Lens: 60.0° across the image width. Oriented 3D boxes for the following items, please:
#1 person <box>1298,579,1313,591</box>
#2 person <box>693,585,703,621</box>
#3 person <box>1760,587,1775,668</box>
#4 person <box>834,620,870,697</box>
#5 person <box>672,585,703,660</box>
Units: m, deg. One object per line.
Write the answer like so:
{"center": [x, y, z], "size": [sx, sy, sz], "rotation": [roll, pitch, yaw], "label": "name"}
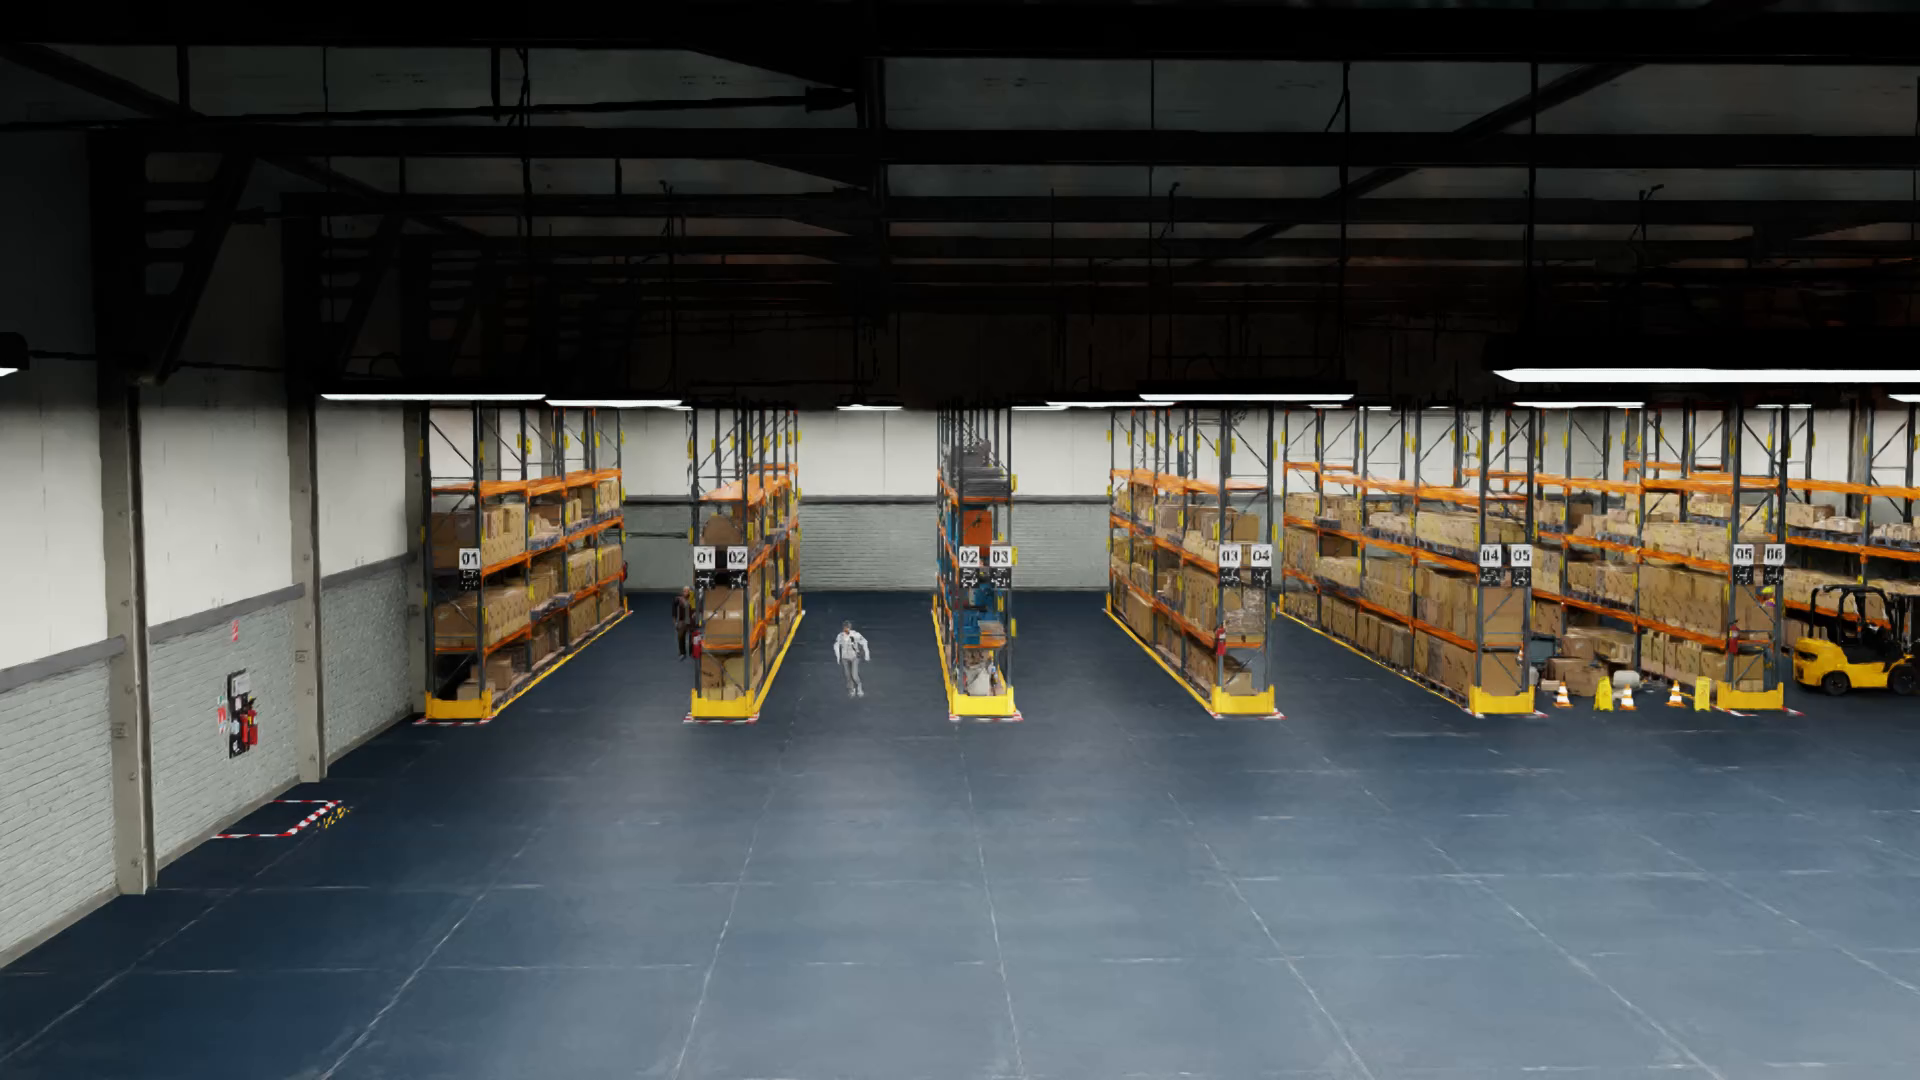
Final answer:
{"center": [10.371, 1.018, 49.676], "size": [0.668, 1.755, 0.698], "rotation": [-3, 6, -38], "label": "person"}
{"center": [-7.090, 1.358, 45.507], "size": [0.497, 1.674, 0.639], "rotation": [-2, 5, -20], "label": "person"}
{"center": [18.094, 1.952, 37.328], "size": [0.416, 1.788, 0.696], "rotation": [2, 5, 26], "label": "person"}
{"center": [-2.174, 2.366, 33.222], "size": [0.668, 1.608, 0.641], "rotation": [1, 5, 18], "label": "person"}
{"center": [-6.316, 1.888, 38.543], "size": [0.733, 1.709, 0.930], "rotation": [0, 4, -6], "label": "person"}
